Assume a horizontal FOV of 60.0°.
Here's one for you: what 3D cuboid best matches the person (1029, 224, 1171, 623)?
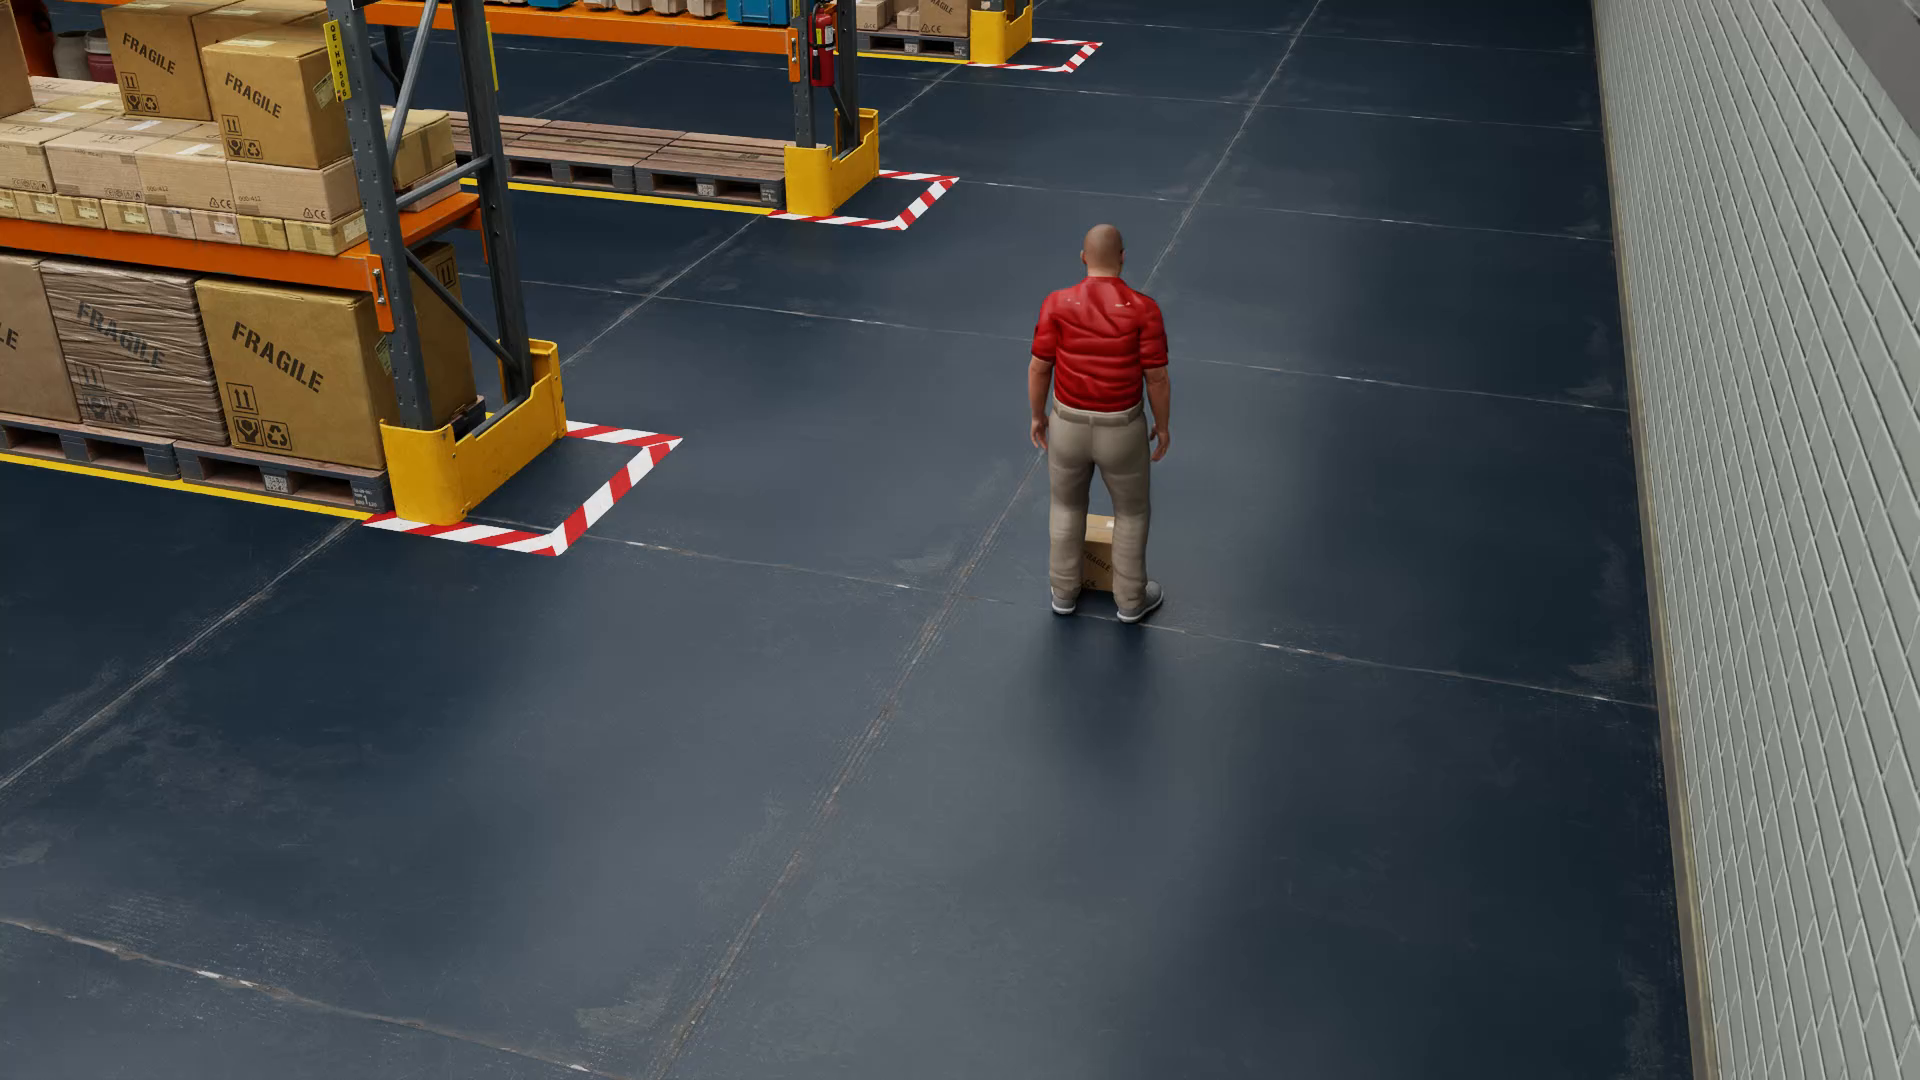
[{"bbox_3d":[0.585,-0.469,6.983,0.602,1.728,0.384,7,30,13],"label":"person"}]
